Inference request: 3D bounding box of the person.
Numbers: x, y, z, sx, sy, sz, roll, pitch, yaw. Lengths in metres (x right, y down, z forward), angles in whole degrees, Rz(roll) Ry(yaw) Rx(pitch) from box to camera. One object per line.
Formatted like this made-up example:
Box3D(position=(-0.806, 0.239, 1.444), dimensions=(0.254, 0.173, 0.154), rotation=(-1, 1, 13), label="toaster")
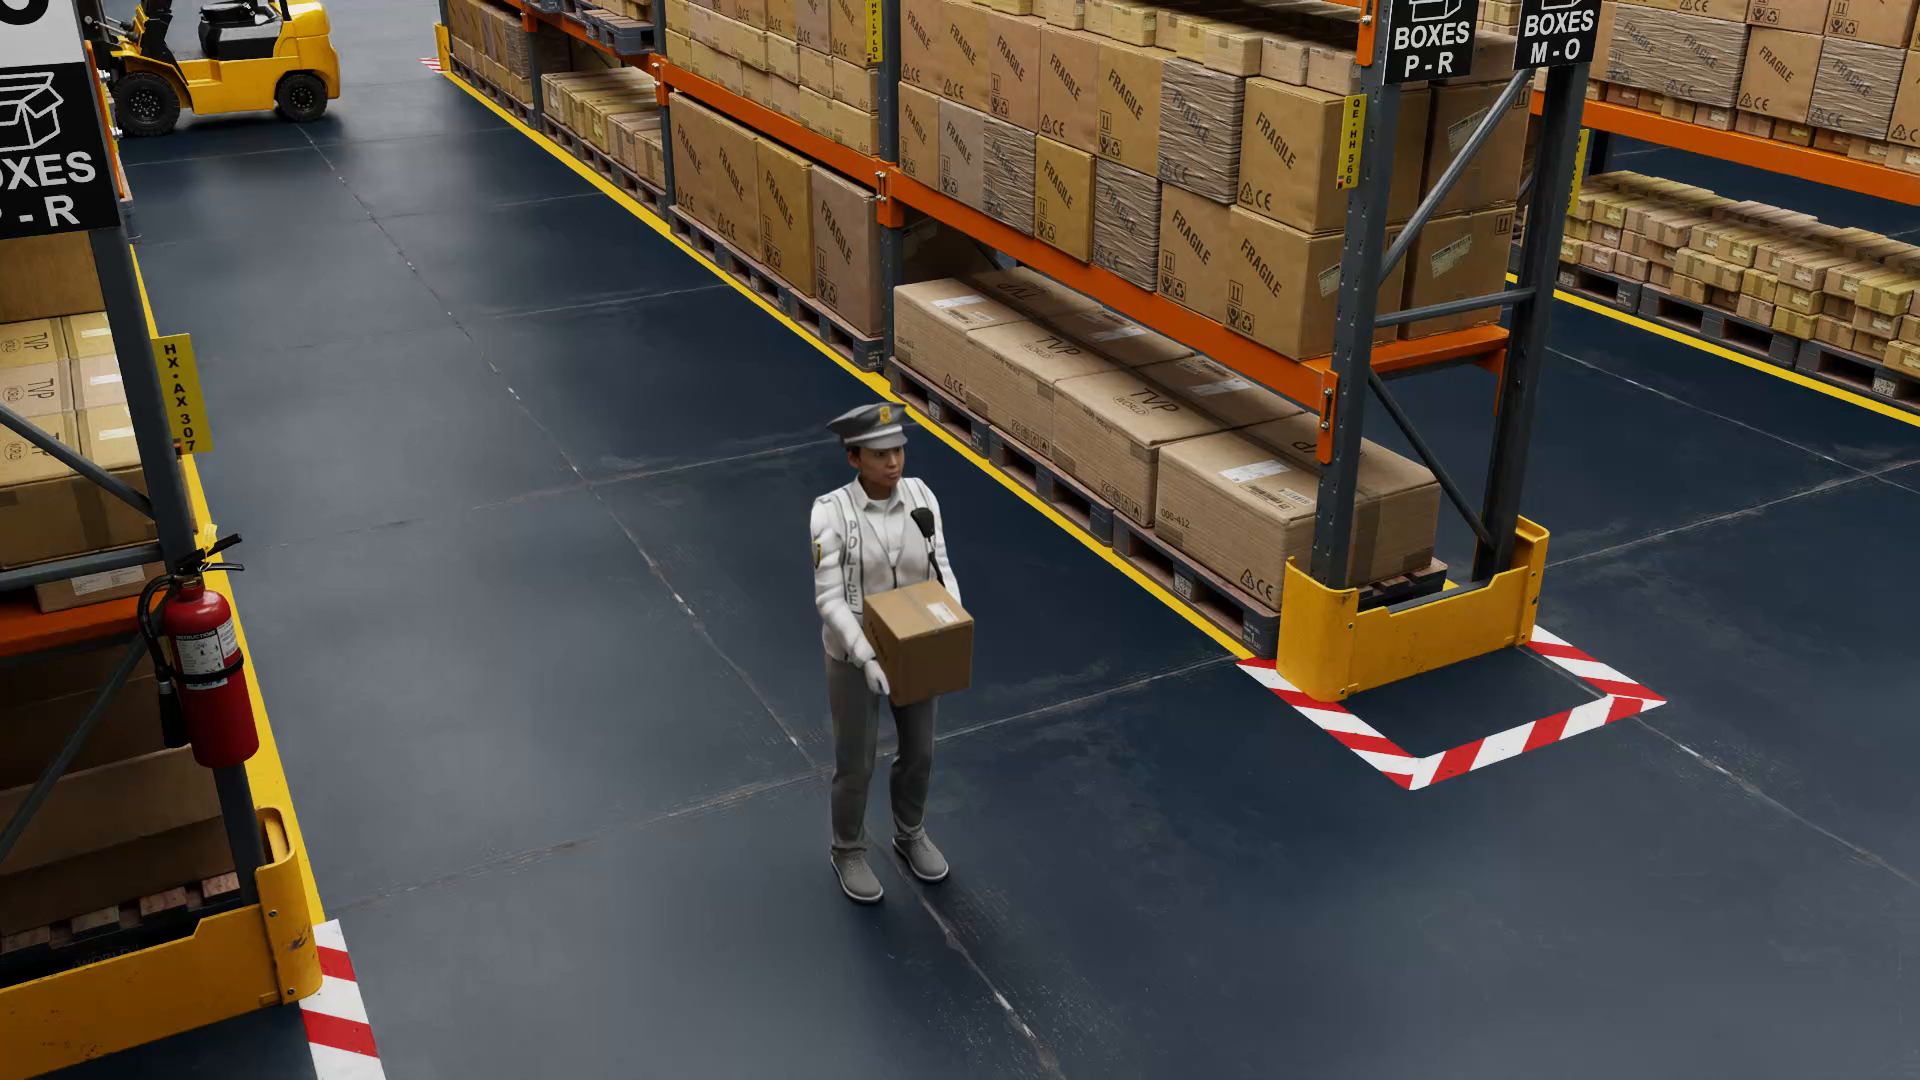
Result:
Box3D(position=(-0.219, 0.381, 5.286), dimensions=(0.461, 1.687, 0.555), rotation=(-13, 29, -25), label="person")
